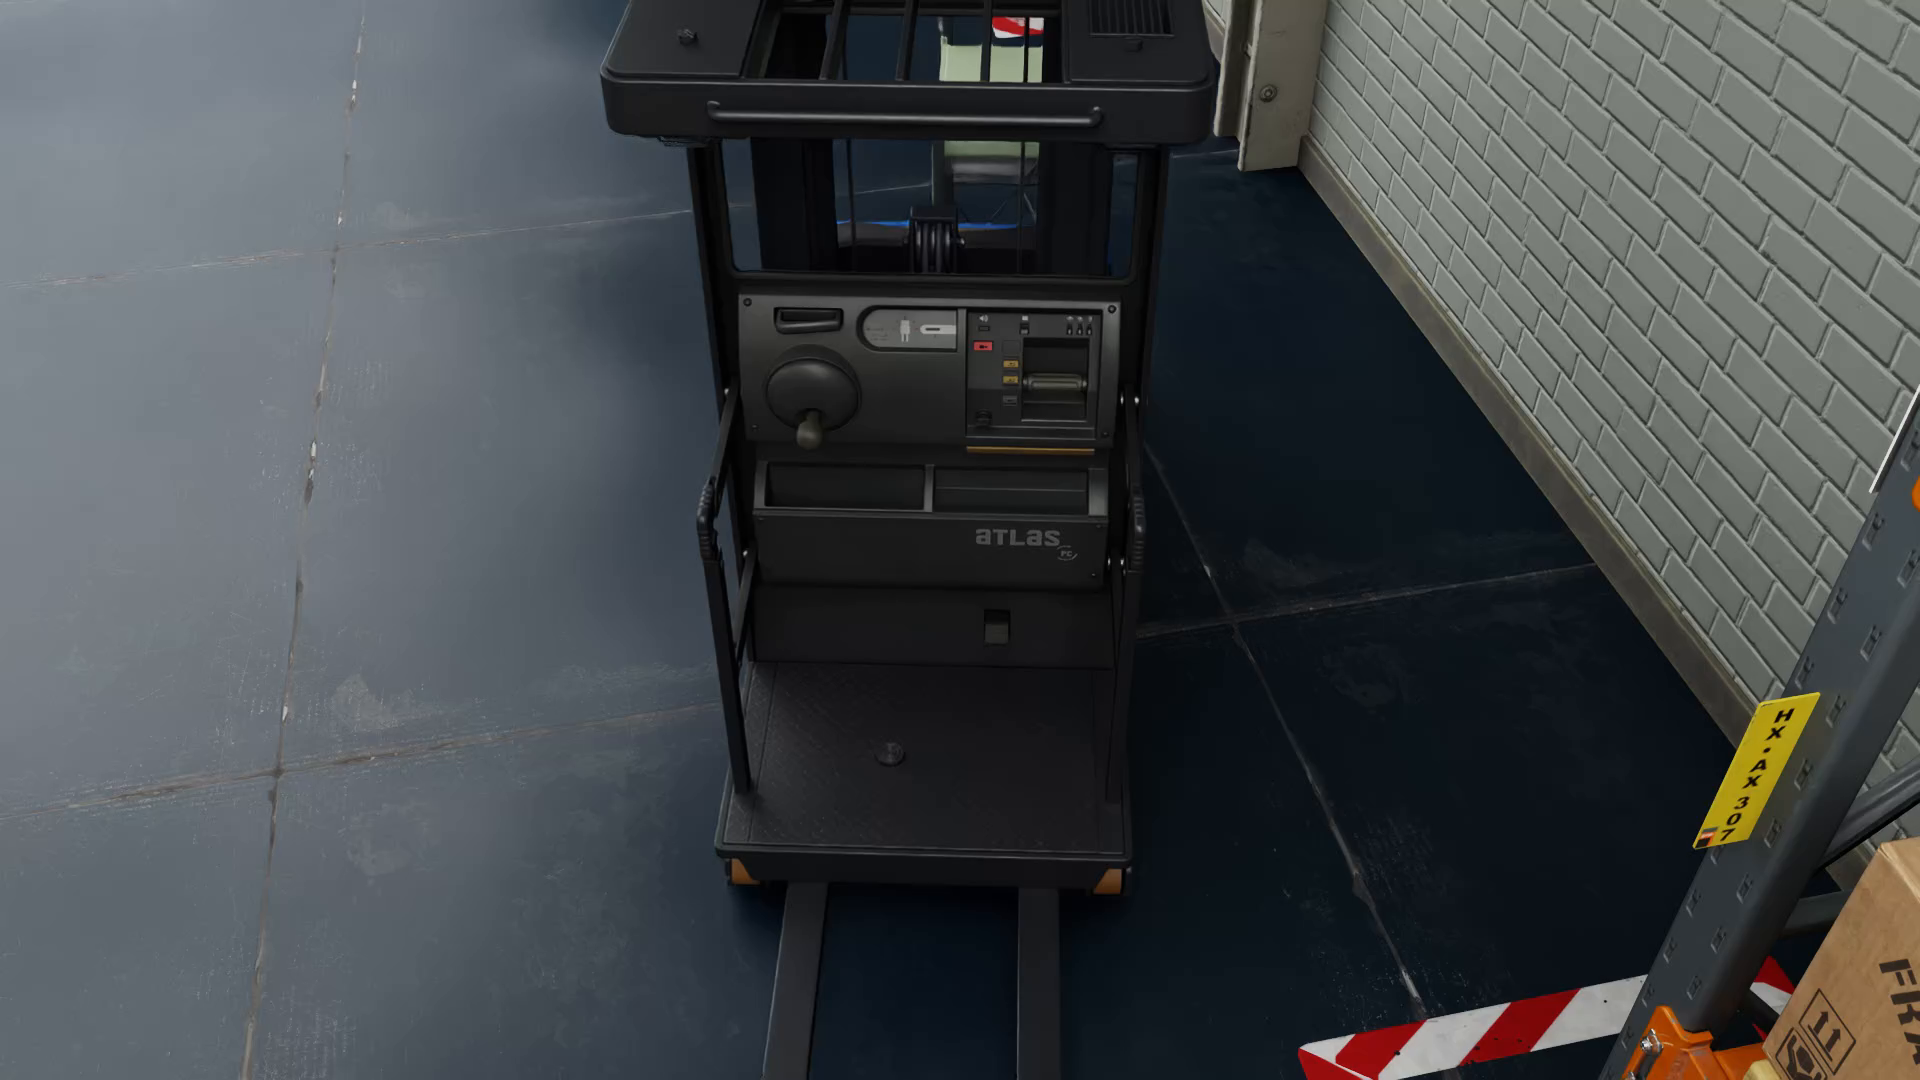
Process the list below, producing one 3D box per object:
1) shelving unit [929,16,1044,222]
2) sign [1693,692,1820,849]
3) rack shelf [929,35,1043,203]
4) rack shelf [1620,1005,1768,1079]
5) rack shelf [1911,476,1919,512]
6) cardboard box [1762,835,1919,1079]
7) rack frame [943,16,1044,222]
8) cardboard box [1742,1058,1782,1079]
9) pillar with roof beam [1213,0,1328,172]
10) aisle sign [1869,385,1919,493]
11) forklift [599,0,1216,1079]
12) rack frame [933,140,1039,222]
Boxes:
[{"bbox_3d":[0.129,-1.061,5.815,0.431,1.500,0.755,1,42,1],"label":"shelving unit"},{"bbox_3d":[1.173,0.344,2.450,0.100,0.325,0.005,-8,42,-9],"label":"sign"},{"bbox_3d":[0.129,-1.353,5.556,0.431,0.370,0.720,1,42,1],"label":"rack shelf"},{"bbox_3d":[2.134,2.156,1.604,1.077,0.370,4.000,-8,42,-9],"label":"rack shelf"},{"bbox_3d":[2.134,1.034,0.608,1.077,0.370,4.000,-8,42,-9],"label":"rack shelf"},{"bbox_3d":[1.512,0.711,2.223,0.500,0.500,0.500,-8,42,-9],"label":"cardboard box"},{"bbox_3d":[0.141,-1.304,6.089,0.400,1.500,0.023,1,42,1],"label":"rack frame"},{"bbox_3d":[1.498,1.001,2.461,0.500,0.250,0.500,-9,42,-11],"label":"cardboard box"},{"bbox_3d":[-2.800,-4.596,4.149,9.100,9.000,0.400,-8,42,-9],"label":"pillar with roof beam"},{"bbox_3d":[1.394,-0.386,1.967,0.394,0.787,0.004,-8,42,-9],"label":"aisle sign"},{"bbox_3d":[-0.080,-0.331,3.915,1.130,2.935,3.031,1,42,1],"label":"forklift"},{"bbox_3d":[0.117,-0.818,5.542,0.400,1.500,0.023,1,42,1],"label":"rack frame"}]
